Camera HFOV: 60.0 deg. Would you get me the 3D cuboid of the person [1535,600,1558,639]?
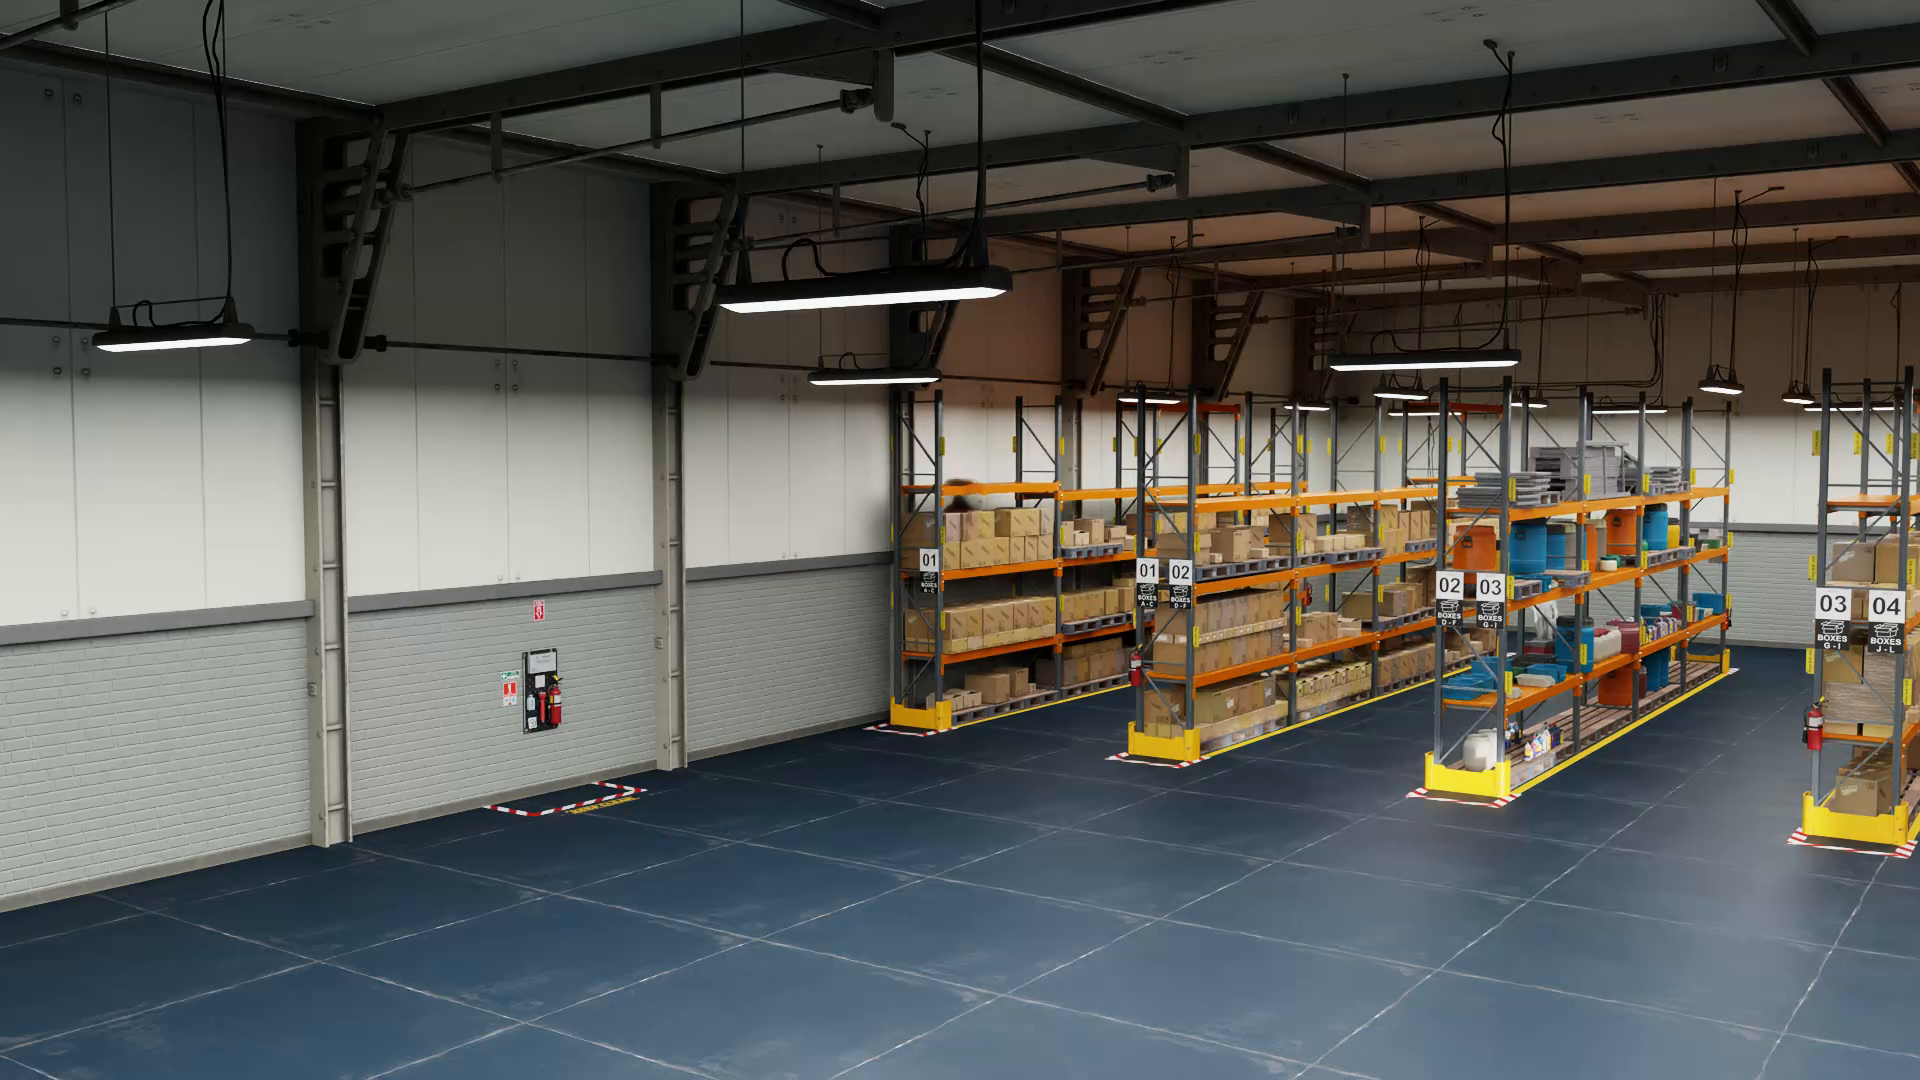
[{"bbox_3d":[14.277,1.904,40.478,0.560,1.645,0.939,1,3,15],"label":"person"}]
